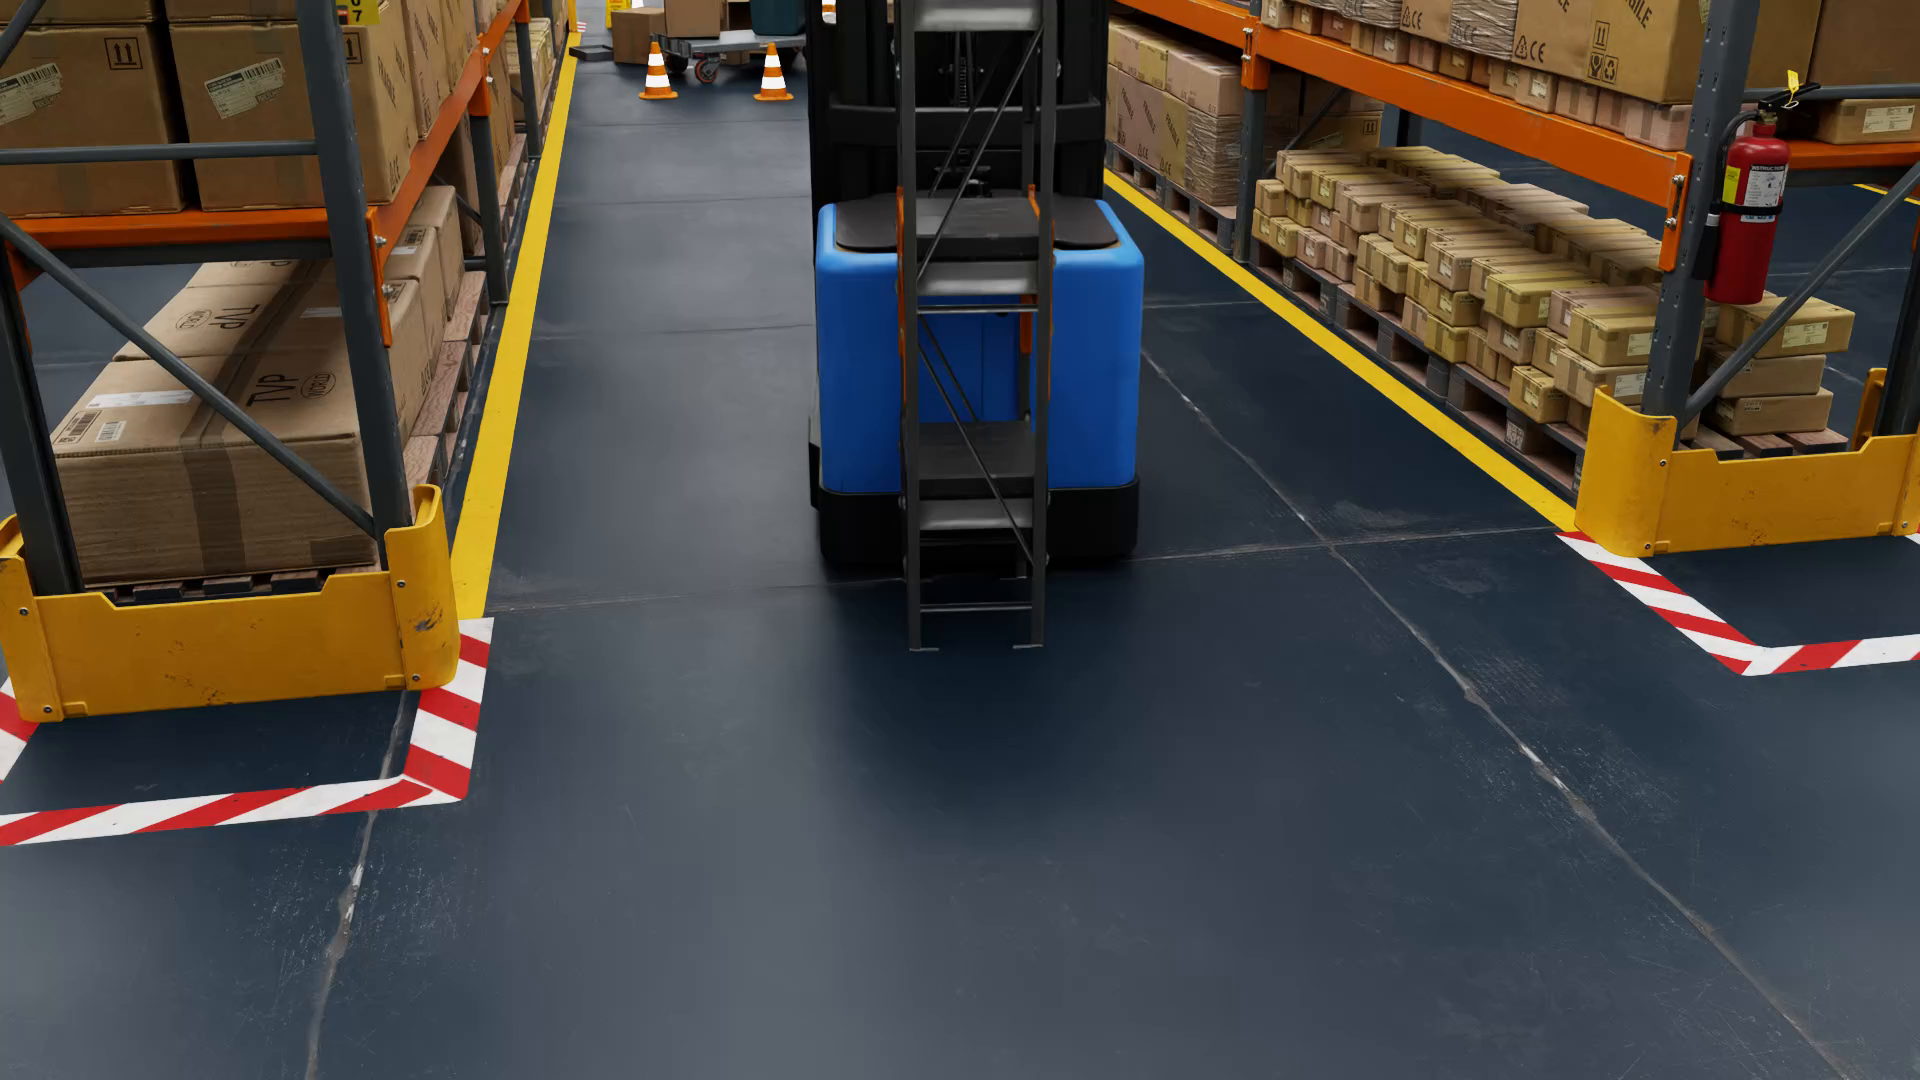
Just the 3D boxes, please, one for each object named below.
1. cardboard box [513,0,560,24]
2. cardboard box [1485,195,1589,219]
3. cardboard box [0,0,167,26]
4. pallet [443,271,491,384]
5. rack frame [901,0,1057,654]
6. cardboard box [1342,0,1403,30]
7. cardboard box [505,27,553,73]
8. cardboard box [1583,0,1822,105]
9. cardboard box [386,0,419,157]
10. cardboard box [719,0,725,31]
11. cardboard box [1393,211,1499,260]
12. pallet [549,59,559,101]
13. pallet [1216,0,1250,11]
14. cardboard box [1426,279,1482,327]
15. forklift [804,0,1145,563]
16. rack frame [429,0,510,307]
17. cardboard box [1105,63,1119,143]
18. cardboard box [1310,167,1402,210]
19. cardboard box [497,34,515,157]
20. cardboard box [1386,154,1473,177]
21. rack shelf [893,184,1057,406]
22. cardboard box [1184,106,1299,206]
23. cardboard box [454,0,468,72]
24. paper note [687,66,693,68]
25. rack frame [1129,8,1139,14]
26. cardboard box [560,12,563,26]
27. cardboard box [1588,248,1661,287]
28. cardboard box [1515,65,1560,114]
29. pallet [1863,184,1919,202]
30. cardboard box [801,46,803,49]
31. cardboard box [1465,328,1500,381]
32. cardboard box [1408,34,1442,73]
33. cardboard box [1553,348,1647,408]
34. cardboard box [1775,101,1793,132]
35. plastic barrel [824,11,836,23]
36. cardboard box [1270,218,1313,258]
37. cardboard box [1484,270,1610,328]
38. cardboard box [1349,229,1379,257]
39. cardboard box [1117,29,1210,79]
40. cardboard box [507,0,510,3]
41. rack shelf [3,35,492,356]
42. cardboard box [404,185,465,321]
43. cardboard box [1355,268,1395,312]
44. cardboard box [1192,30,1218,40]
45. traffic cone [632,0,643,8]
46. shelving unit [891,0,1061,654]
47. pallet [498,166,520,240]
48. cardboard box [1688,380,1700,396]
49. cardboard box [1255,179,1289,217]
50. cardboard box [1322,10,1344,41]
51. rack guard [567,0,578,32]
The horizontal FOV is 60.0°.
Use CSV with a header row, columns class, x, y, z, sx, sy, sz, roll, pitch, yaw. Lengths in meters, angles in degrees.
class,x,y,z,sx,sy,sz,roll,pitch,yaw
cardboard box,-4.132,-5.233,15.957,0.500,0.500,0.500,-3,24,-7
cardboard box,2.672,-1.494,7.718,0.380,0.149,0.250,-5,24,-12
cardboard box,-2.393,-1.661,4.430,0.500,0.500,0.500,-4,24,-8
pallet,-2.745,-0.975,7.719,1.003,0.211,1.213,-4,24,-10
rack frame,0.049,-0.630,4.569,0.400,2.100,0.015,-2,24,-3
cardboard box,2.037,-2.538,7.316,0.500,0.500,0.500,-5,24,-11
cardboard box,-4.053,-4.204,14.387,0.950,0.372,0.625,-3,24,-6
cardboard box,2.440,-1.731,5.468,0.500,0.500,0.500,-4,24,-9
cardboard box,-1.997,-1.437,5.168,0.500,0.500,0.500,-5,24,-11
cardboard box,-2.215,-5.630,18.013,0.637,0.503,0.797,18,29,36
cardboard box,2.161,-1.355,7.399,0.380,0.149,0.250,-4,24,-9
pallet,-4.143,-4.121,14.921,1.003,0.211,1.213,-4,24,-10
pallet,2.038,-3.188,9.540,1.003,0.211,1.213,-4,24,-10
cardboard box,2.192,-1.006,6.972,0.380,0.149,0.250,-4,24,-9
forklift,-0.027,-1.818,6.251,1.130,2.935,3.031,-2,24,-3
rack frame,-2.809,-2.558,7.859,1.000,3.000,0.127,-4,24,-10
cardboard box,1.274,-3.090,11.675,0.500,0.500,0.500,-4,24,-9
cardboard box,1.985,-1.763,8.333,0.380,0.149,0.250,-5,24,-10
cardboard box,-3.503,-3.072,11.166,0.875,0.875,0.875,-5,24,-10
cardboard box,2.445,-1.904,8.657,0.380,0.149,0.250,-4,24,-9
rack shelf,0.033,-0.715,4.797,0.431,0.518,0.480,-2,24,-3
cardboard box,1.652,-2.283,9.829,0.500,0.500,0.500,-5,24,-11
cardboard box,-2.372,-2.238,7.002,0.500,0.500,0.500,-5,24,-11
paper note,-2.710,-4.679,16.425,0.148,0.019,0.142,-4,24,-10
rack frame,1.297,-4.537,12.391,1.000,3.000,0.127,-4,24,-10
cardboard box,-4.343,-5.307,17.063,0.500,0.250,0.500,-5,24,-10
cardboard box,2.796,-1.080,6.769,0.380,0.149,0.250,-5,24,-12
cardboard box,2.298,-1.680,6.162,0.380,0.149,0.250,-4,24,-8
pallet,6.713,-2.311,10.779,1.003,0.211,1.213,-4,24,-10
cardboard box,-1.570,-5.398,17.777,0.396,0.266,0.258,0,24,-1
cardboard box,2.304,-0.768,6.799,0.380,0.149,0.250,-4,24,-9
cardboard box,2.154,-2.097,7.117,0.380,0.149,0.250,-3,24,-8
cardboard box,2.398,-0.599,6.040,0.380,0.149,0.250,-5,24,-11
cardboard box,2.951,-1.524,5.806,0.380,0.149,0.250,-3,24,-8
plastic barrel,-1.160,-5.263,17.271,0.512,0.421,0.421,13,27,27
cardboard box,1.838,-1.578,8.653,0.380,0.149,0.250,-4,24,-8
cardboard box,2.267,-0.934,6.435,0.380,0.149,0.250,-5,24,-11
cardboard box,2.080,-1.418,7.914,0.380,0.149,0.250,-3,24,-7
cardboard box,1.359,-3.244,11.091,0.500,0.250,0.500,-4,24,-9
cardboard box,-2.891,-3.285,9.712,0.500,0.250,0.500,-5,24,-11
rack shelf,-2.439,-1.442,6.202,1.077,0.370,4.000,-4,24,-10
cardboard box,-2.799,-1.321,7.704,0.875,0.438,0.875,-5,24,-11
cardboard box,2.068,-1.176,7.731,0.380,0.149,0.250,-5,24,-11
cardboard box,1.864,-3.279,11.173,0.500,0.250,0.500,-4,24,-9
traffic cone,-3.681,-6.042,19.005,0.336,0.463,0.334,-4,24,-10
shelving unit,0.033,-0.727,4.792,0.431,2.100,0.503,-2,24,-3
pallet,-3.255,-2.059,10.200,1.003,0.211,1.213,-4,24,-10
cardboard box,2.865,-0.603,6.421,0.380,0.149,0.250,-4,24,-10
cardboard box,1.789,-1.820,8.835,0.380,0.149,0.250,-3,24,-7
cardboard box,1.989,-2.516,8.077,0.380,0.149,0.250,-5,24,-12
rack guard,-5.014,-6.103,19.098,1.175,0.500,0.348,-4,24,-10
